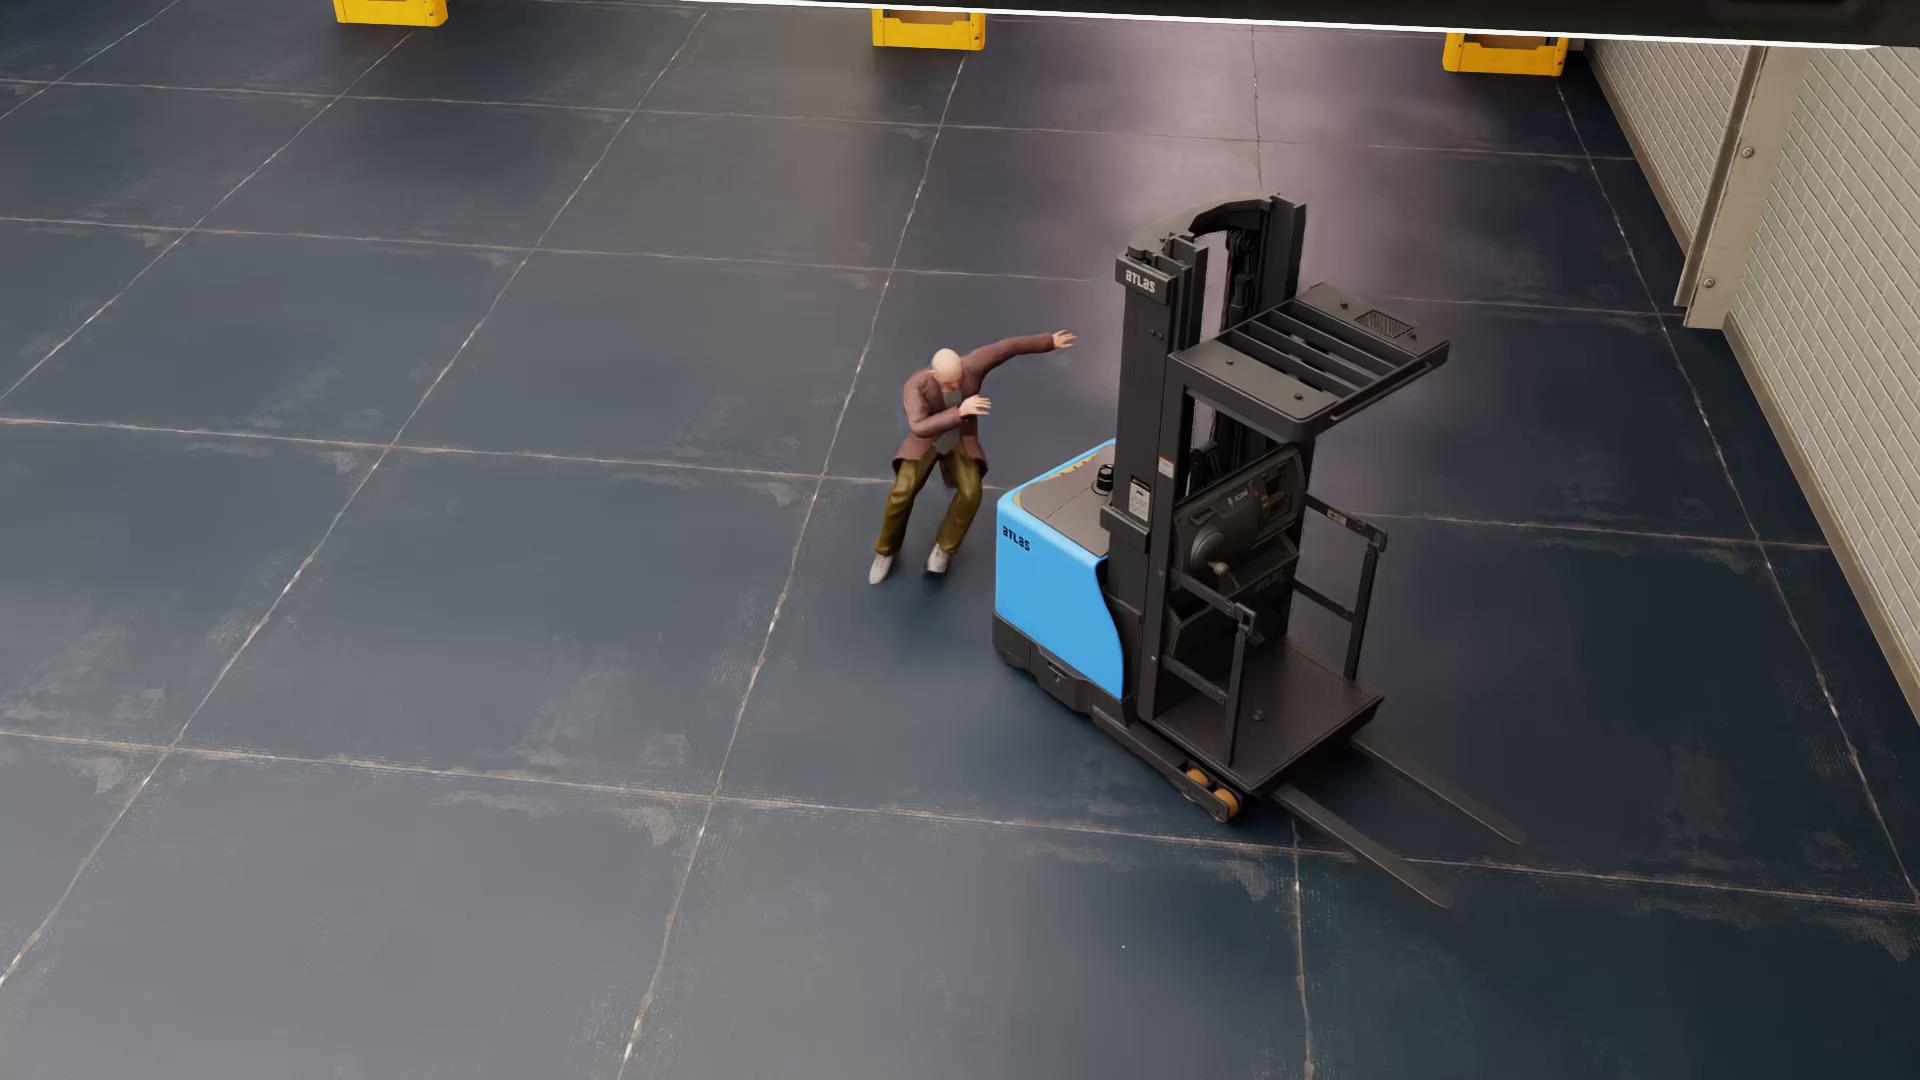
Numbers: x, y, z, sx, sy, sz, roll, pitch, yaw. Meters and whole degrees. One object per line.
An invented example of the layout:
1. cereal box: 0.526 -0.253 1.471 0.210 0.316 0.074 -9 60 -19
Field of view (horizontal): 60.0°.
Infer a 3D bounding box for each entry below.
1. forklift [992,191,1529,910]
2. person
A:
1. forklift: 1.535 -0.077 8.135 1.130 2.935 3.031 -28 44 -32
2. person: 0.087 -0.551 10.075 1.464 1.449 0.749 -9 37 -12
